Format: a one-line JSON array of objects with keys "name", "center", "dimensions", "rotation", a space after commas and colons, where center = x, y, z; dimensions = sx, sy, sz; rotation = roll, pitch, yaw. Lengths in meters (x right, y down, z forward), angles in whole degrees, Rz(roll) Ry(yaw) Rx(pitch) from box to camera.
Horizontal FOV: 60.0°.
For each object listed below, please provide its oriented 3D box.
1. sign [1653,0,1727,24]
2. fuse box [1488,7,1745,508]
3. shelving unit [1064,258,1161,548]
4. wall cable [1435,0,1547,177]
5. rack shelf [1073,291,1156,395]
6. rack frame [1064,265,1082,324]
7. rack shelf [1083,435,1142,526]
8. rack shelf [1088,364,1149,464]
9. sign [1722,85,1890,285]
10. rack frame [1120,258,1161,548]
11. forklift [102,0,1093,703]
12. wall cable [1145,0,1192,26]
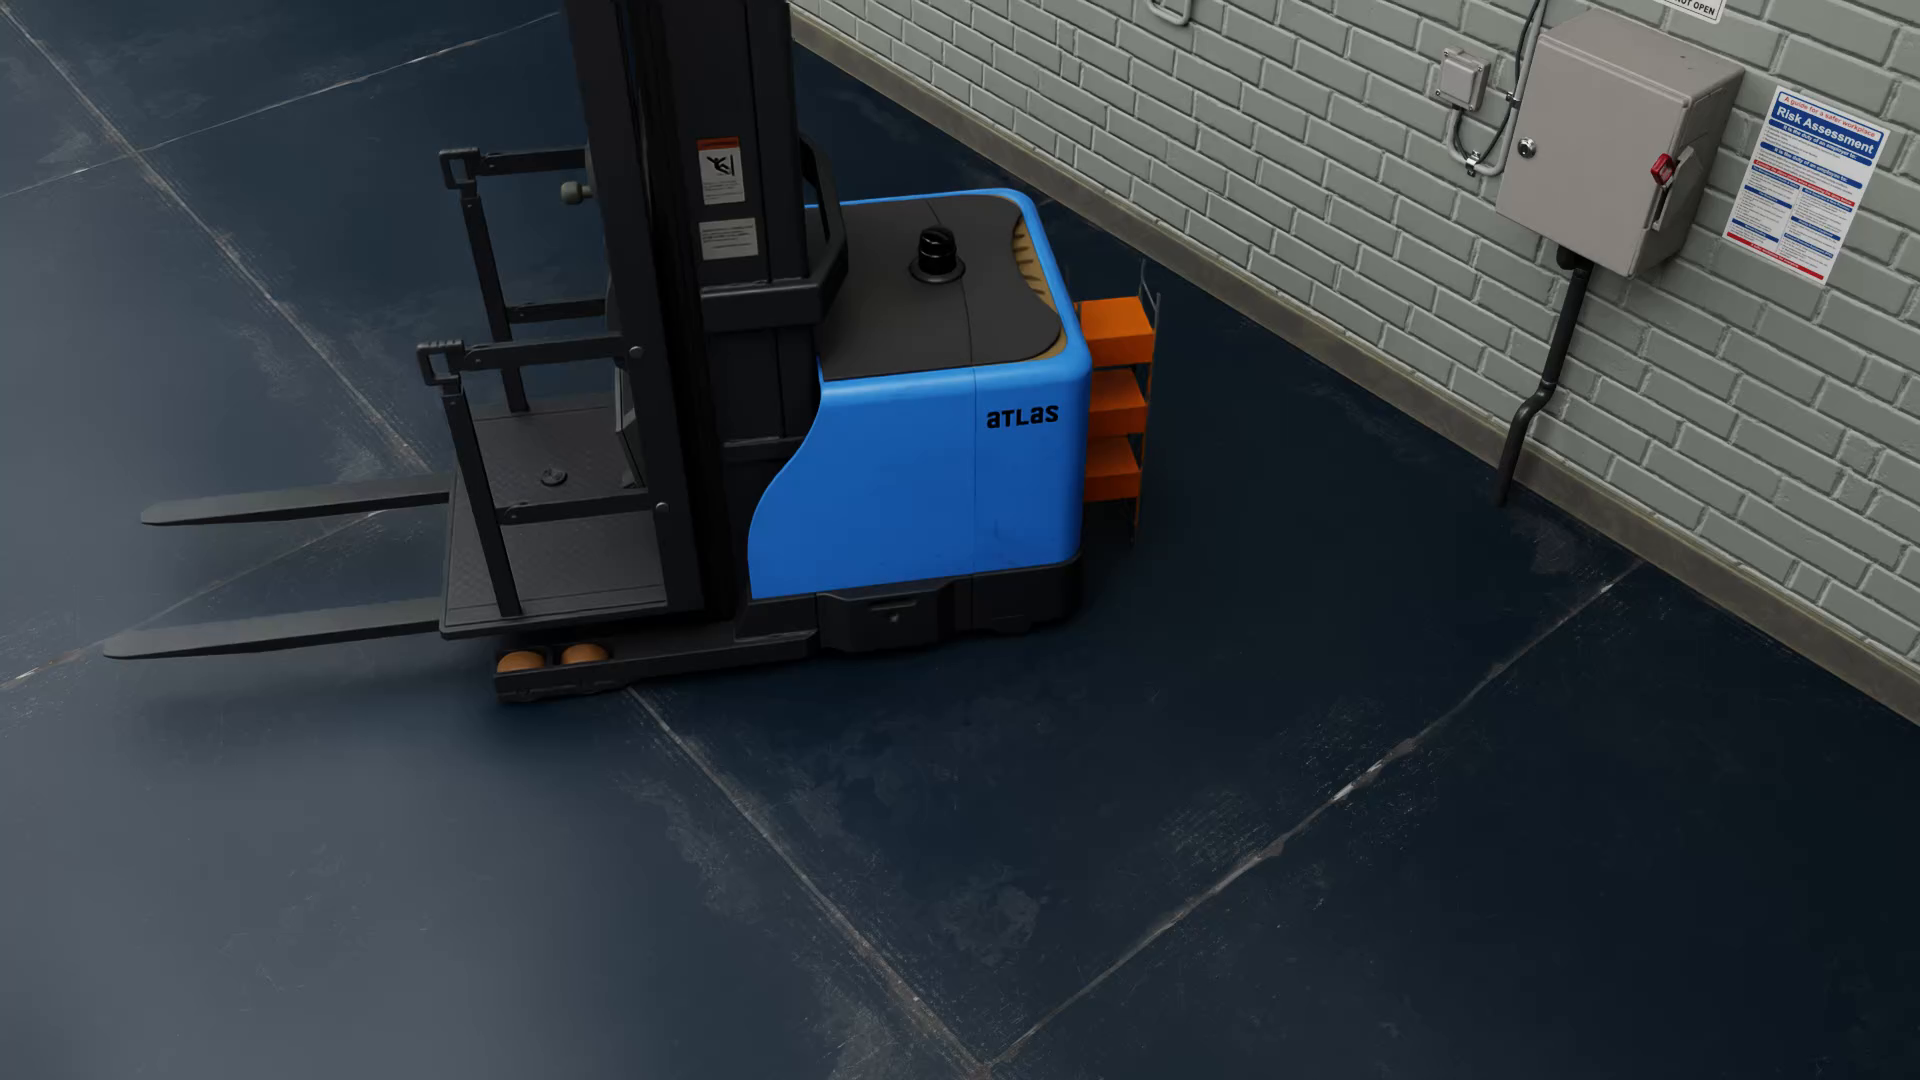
[{"name": "sign", "center": [2.020, -1.620, 4.681], "dimensions": [0.001, 0.242, 0.339], "rotation": [-30, 51, -28]}, {"name": "fuse box", "center": [1.897, -0.729, 5.277], "dimensions": [0.414, 1.711, 0.539], "rotation": [-30, 51, -28]}, {"name": "shelving unit", "center": [0.464, -0.408, 5.418], "dimensions": [0.252, 1.050, 0.215], "rotation": [-7, 44, -7]}, {"name": "wall cable", "center": [1.580, -1.997, 4.943], "dimensions": [0.122, 1.984, 0.588], "rotation": [-30, 51, -28]}, {"name": "rack shelf", "center": [0.464, -0.608, 5.231], "dimensions": [0.240, 0.259, 0.215], "rotation": [-7, 44, -7]}, {"name": "rack frame", "center": [0.344, -0.394, 5.403], "dimensions": [0.008, 1.050, 0.200], "rotation": [-7, 44, -7]}, {"name": "rack shelf", "center": [0.464, -0.198, 5.616], "dimensions": [0.240, 0.259, 0.215], "rotation": [-7, 44, -7]}, {"name": "rack shelf", "center": [0.464, -0.401, 5.425], "dimensions": [0.240, 0.259, 0.215], "rotation": [-7, 44, -7]}, {"name": "sign", "center": [2.373, -0.996, 4.689], "dimensions": [0.001, 0.494, 0.329], "rotation": [-30, 51, -28]}, {"name": "rack frame", "center": [0.584, -0.422, 5.433], "dimensions": [0.008, 1.050, 0.200], "rotation": [-7, 44, -7]}, {"name": "forklift", "center": [-1.169, -0.952, 4.623], "dimensions": [3.031, 2.935, 1.130], "rotation": [-7, 44, -7]}, {"name": "wall cable", "center": [0.661, -2.748, 5.720], "dimensions": [0.123, 1.953, 0.585], "rotation": [-30, 51, -28]}]
